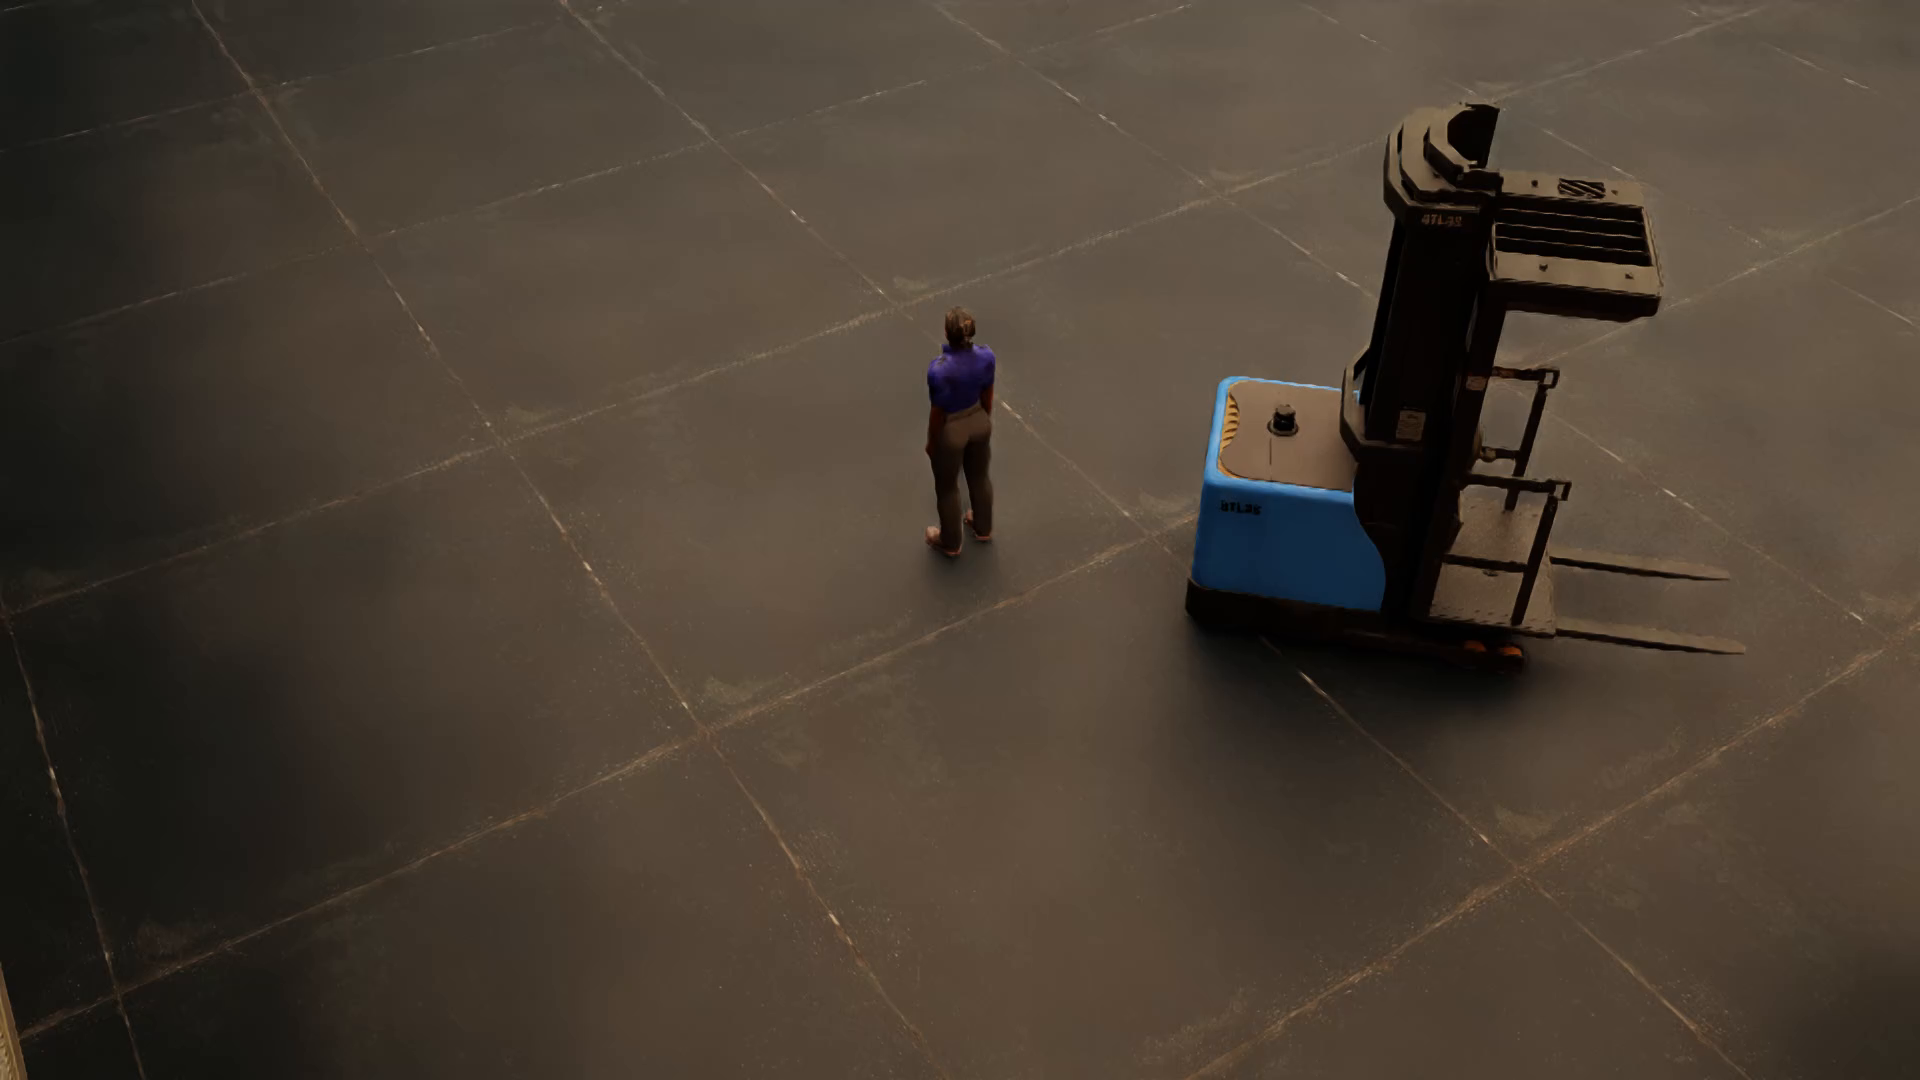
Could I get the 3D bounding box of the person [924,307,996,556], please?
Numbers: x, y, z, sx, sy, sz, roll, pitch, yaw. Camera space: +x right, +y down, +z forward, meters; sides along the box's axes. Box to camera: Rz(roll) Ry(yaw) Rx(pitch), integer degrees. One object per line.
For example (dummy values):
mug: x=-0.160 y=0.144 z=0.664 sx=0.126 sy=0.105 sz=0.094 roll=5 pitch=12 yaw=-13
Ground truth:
person: x=-0.007 y=-0.639 z=9.571 sx=0.446 sy=1.662 sz=0.320 roll=-23 pitch=46 yaw=-24

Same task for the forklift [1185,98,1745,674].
forklift: x=2.865 y=-0.740 z=8.718 sx=3.031 sy=2.935 sz=1.130 roll=8 pitch=42 yaw=9
